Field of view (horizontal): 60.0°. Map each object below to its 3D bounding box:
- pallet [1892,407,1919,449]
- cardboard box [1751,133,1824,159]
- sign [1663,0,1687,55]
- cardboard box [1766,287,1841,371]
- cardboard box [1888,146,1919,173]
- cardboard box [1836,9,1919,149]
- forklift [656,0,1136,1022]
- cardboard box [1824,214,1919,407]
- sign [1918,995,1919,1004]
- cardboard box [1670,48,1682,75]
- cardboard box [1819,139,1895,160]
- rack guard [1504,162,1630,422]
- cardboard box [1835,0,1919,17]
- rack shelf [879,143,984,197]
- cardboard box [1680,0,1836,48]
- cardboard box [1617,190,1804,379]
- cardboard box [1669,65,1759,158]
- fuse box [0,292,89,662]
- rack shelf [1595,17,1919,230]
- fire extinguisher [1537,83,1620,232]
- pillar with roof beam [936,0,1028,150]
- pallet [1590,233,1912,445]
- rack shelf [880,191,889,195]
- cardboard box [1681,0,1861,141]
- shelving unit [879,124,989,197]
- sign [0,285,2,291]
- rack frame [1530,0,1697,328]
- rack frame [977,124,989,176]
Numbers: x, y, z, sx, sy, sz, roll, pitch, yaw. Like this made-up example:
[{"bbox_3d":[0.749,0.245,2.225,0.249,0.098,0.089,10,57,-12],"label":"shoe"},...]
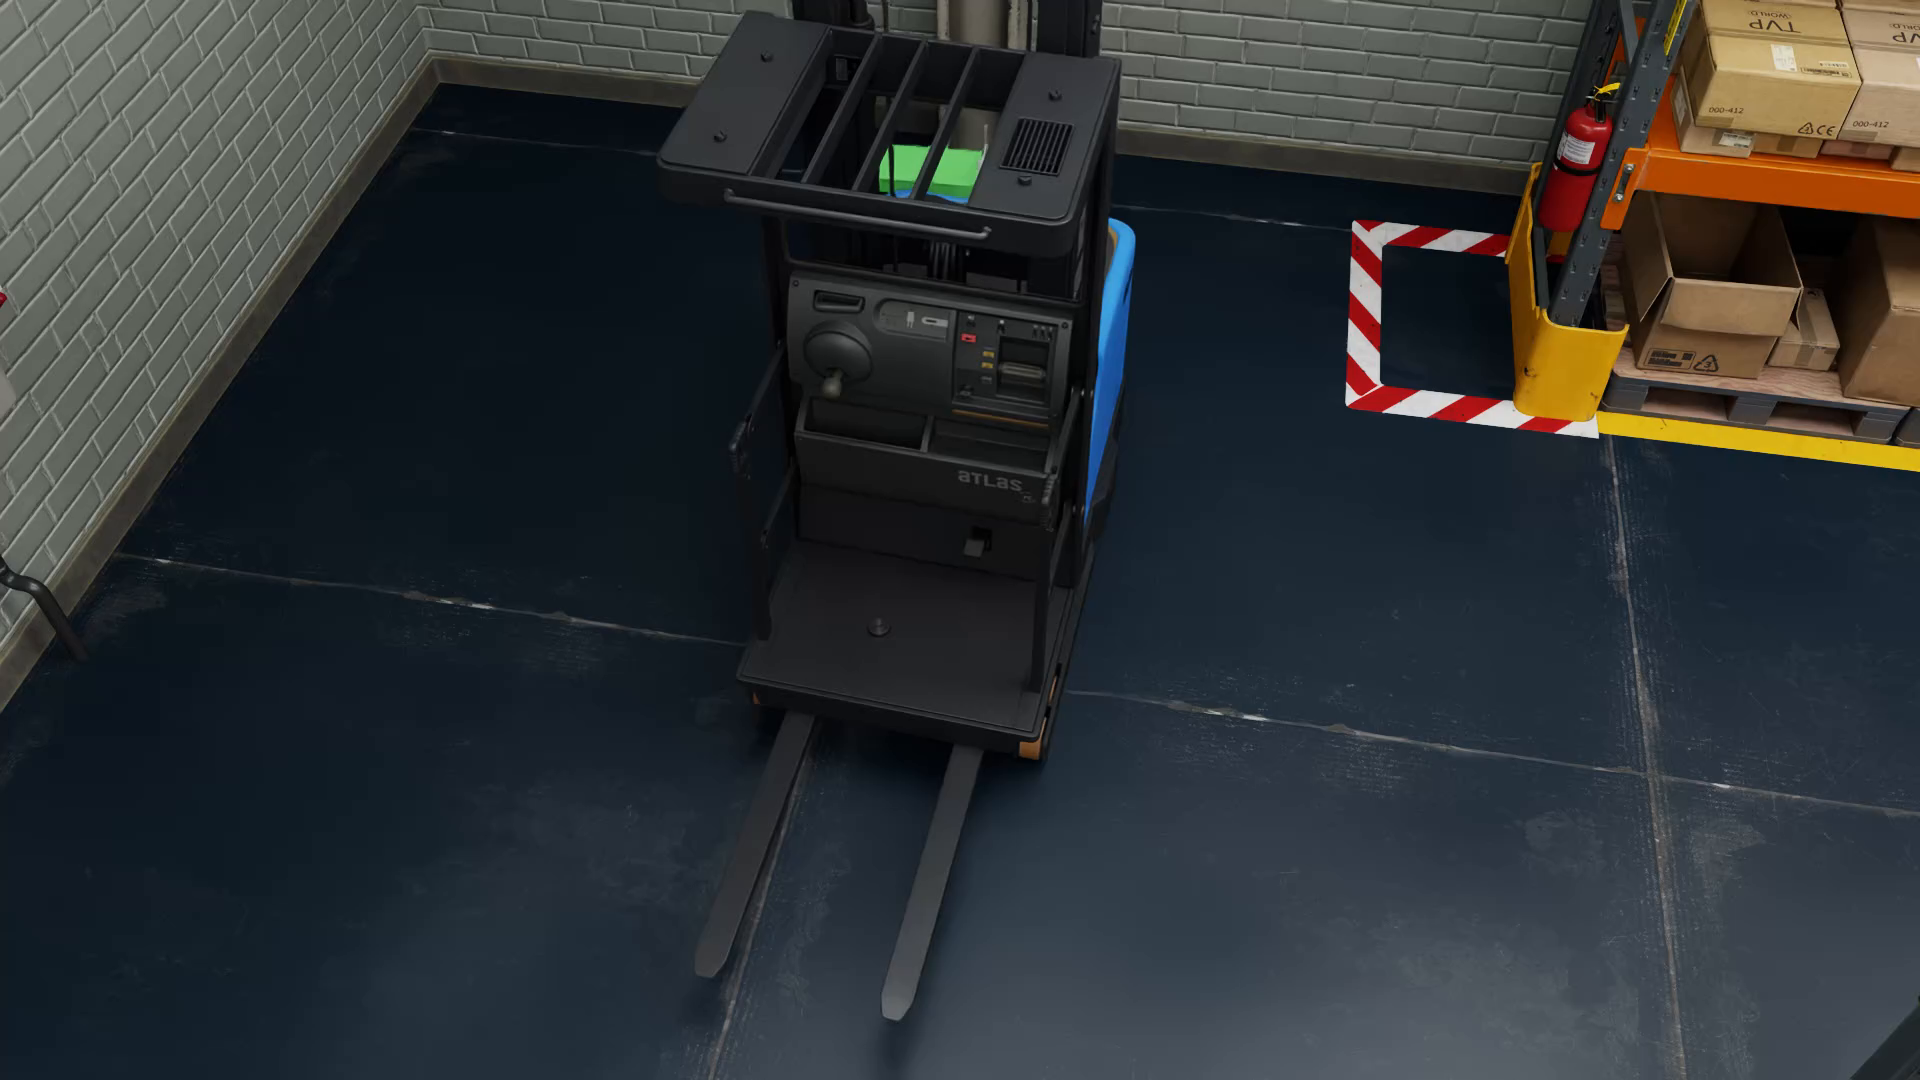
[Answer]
[{"bbox_3d":[4.659,-0.755,7.259,1.213,0.211,1.003,8,49,7],"label":"pallet"},{"bbox_3d":[3.136,-1.637,6.345,0.250,0.149,0.380,9,49,8],"label":"cardboard box"},{"bbox_3d":[2.507,-1.857,5.792,0.005,0.325,0.100,8,49,7],"label":"sign"},{"bbox_3d":[3.599,-0.917,7.164,0.250,0.149,0.380,6,48,5],"label":"cardboard box"},{"bbox_3d":[3.639,-1.549,6.266,0.250,0.149,0.380,9,49,8],"label":"cardboard box"},{"bbox_3d":[3.498,-1.690,6.125,0.500,0.250,0.500,8,49,7],"label":"cardboard box"},{"bbox_3d":[-0.153,-0.507,5.207,1.130,2.935,3.031,10,49,9],"label":"forklift"},{"bbox_3d":[4.022,-0.978,6.982,0.500,0.500,0.700,9,49,8],"label":"cardboard box"},{"bbox_3d":[1.834,0.807,3.042,0.005,0.325,0.100,8,49,7],"label":"sign"},{"bbox_3d":[2.977,-2.034,6.702,0.250,0.149,0.380,7,48,6],"label":"cardboard box"},{"bbox_3d":[3.401,-1.628,6.337,0.250,0.149,0.380,7,48,6],"label":"cardboard box"},{"bbox_3d":[2.678,-1.119,7.392,0.348,0.500,1.175,8,49,7],"label":"rack guard"},{"bbox_3d":[3.610,-2.079,6.474,0.500,0.250,0.500,8,49,7],"label":"cardboard box"},{"bbox_3d":[-0.151,-1.459,6.667,0.480,0.148,0.258,6,48,5],"label":"rack shelf"},{"bbox_3d":[3.103,-2.148,6.536,0.500,0.250,0.500,9,49,8],"label":"cardboard box"},{"bbox_3d":[3.188,-1.121,7.108,0.637,0.503,0.797,6,48,5],"label":"cardboard box"},{"bbox_3d":[2.878,-1.637,6.345,0.250,0.149,0.380,7,48,7],"label":"cardboard box"},{"bbox_3d":[-3.312,-0.148,5.704,0.414,1.711,0.539,8,49,7],"label":"fuse box"},{"bbox_3d":[4.571,-1.460,6.501,4.000,0.370,1.077,8,49,7],"label":"rack shelf"},{"bbox_3d":[2.376,-1.496,6.352,0.183,0.674,0.296,8,49,7],"label":"fire extinguisher"},{"bbox_3d":[-0.656,-1.835,2.321,0.400,9.000,9.100,8,49,7],"label":"pillar with roof beam"},{"bbox_3d":[3.462,-0.918,7.405,1.213,0.211,1.003,8,49,7],"label":"pallet"},{"bbox_3d":[-0.151,-1.299,6.846,0.480,0.148,0.258,6,48,5],"label":"rack shelf"},{"bbox_3d":[3.002,-1.757,6.185,0.500,0.250,0.500,8,49,7],"label":"cardboard box"},{"bbox_3d":[-0.151,-1.181,6.977,0.503,1.200,0.258,6,48,5],"label":"shelving unit"},{"bbox_3d":[-3.428,-0.936,5.610,0.001,0.494,0.329,8,49,7],"label":"sign"},{"bbox_3d":[2.603,-1.965,6.471,0.127,3.000,1.000,8,49,7],"label":"rack frame"},{"bbox_3d":[0.091,-1.157,6.955,0.015,1.200,0.240,6,48,5],"label":"rack frame"}]
